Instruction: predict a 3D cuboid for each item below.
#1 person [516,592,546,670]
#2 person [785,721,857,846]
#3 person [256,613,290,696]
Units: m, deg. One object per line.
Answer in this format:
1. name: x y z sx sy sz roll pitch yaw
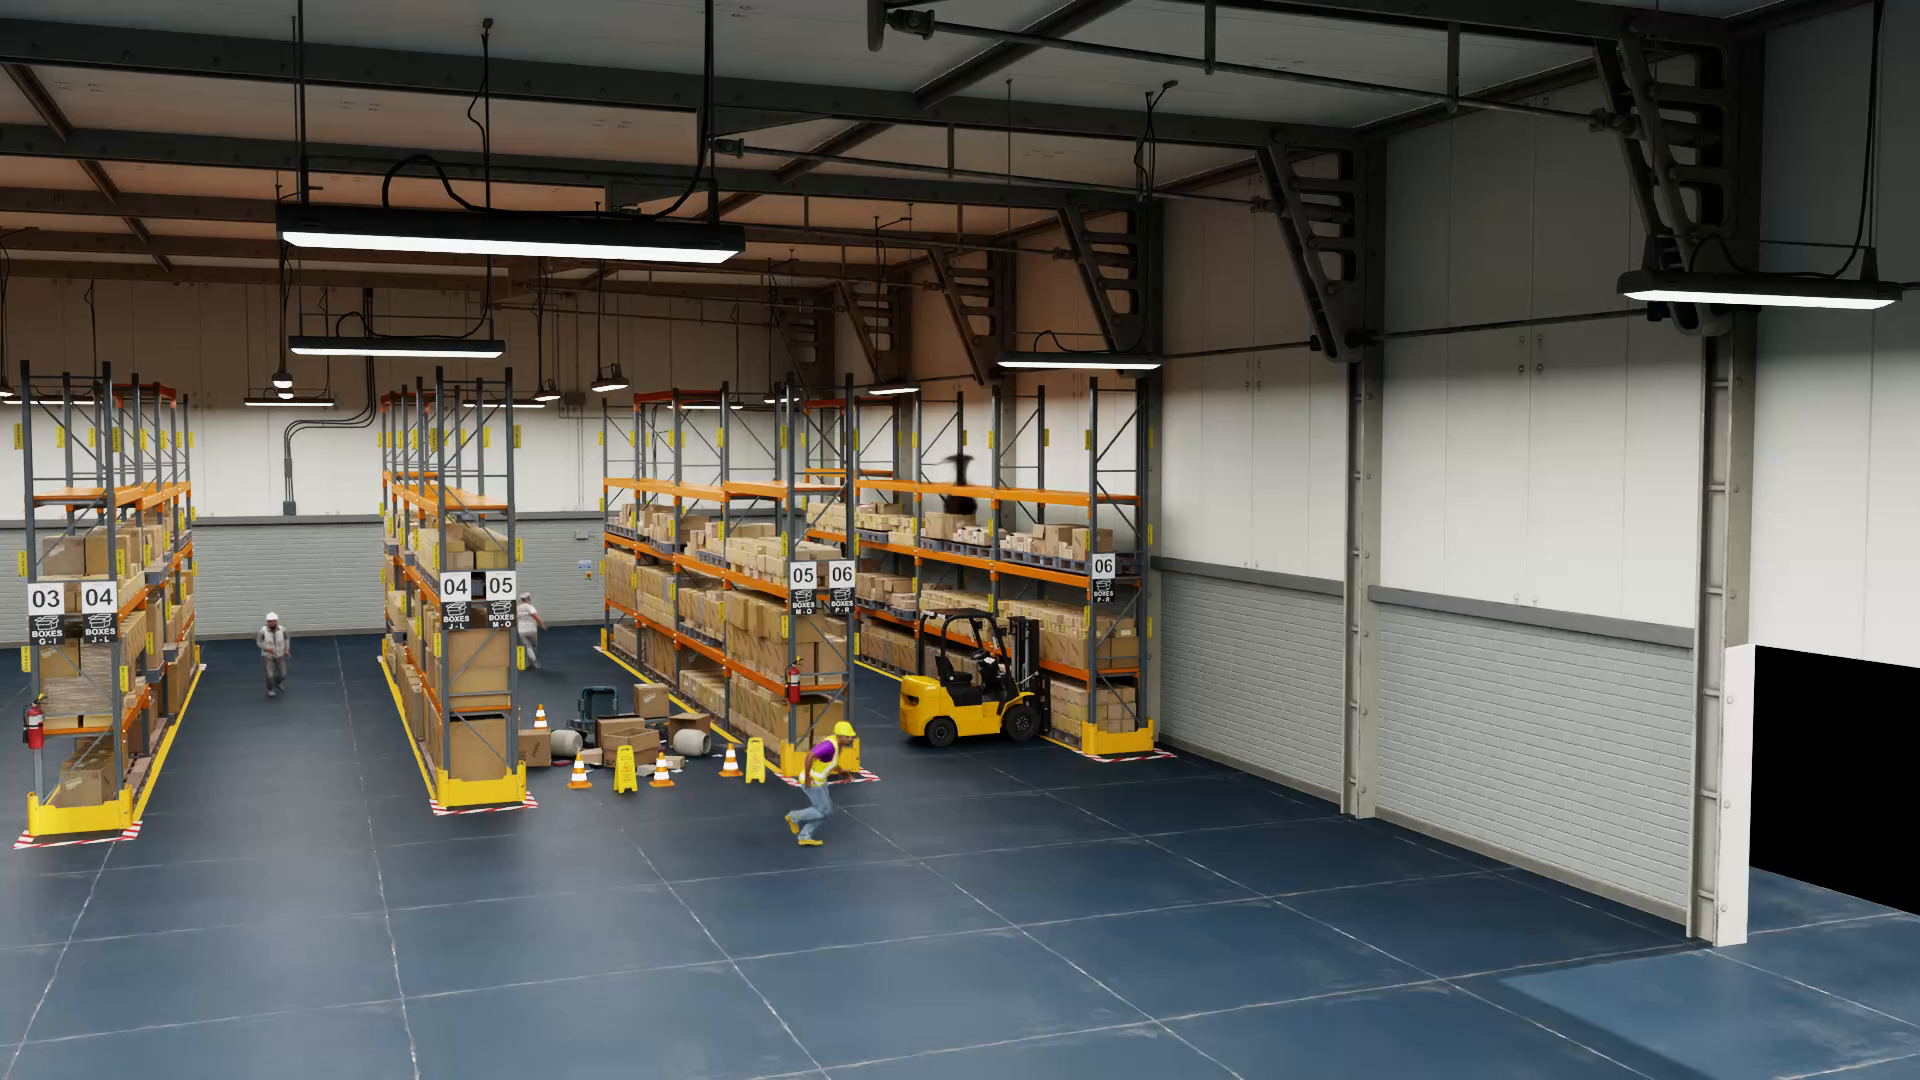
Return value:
1. person: -9.367 2.009 36.080 0.789 1.720 0.693 0 3 2
2. person: -1.711 2.999 20.395 0.906 1.562 0.727 1 4 11
3. person: -13.381 2.225 32.395 0.645 1.665 0.759 -2 4 -36
